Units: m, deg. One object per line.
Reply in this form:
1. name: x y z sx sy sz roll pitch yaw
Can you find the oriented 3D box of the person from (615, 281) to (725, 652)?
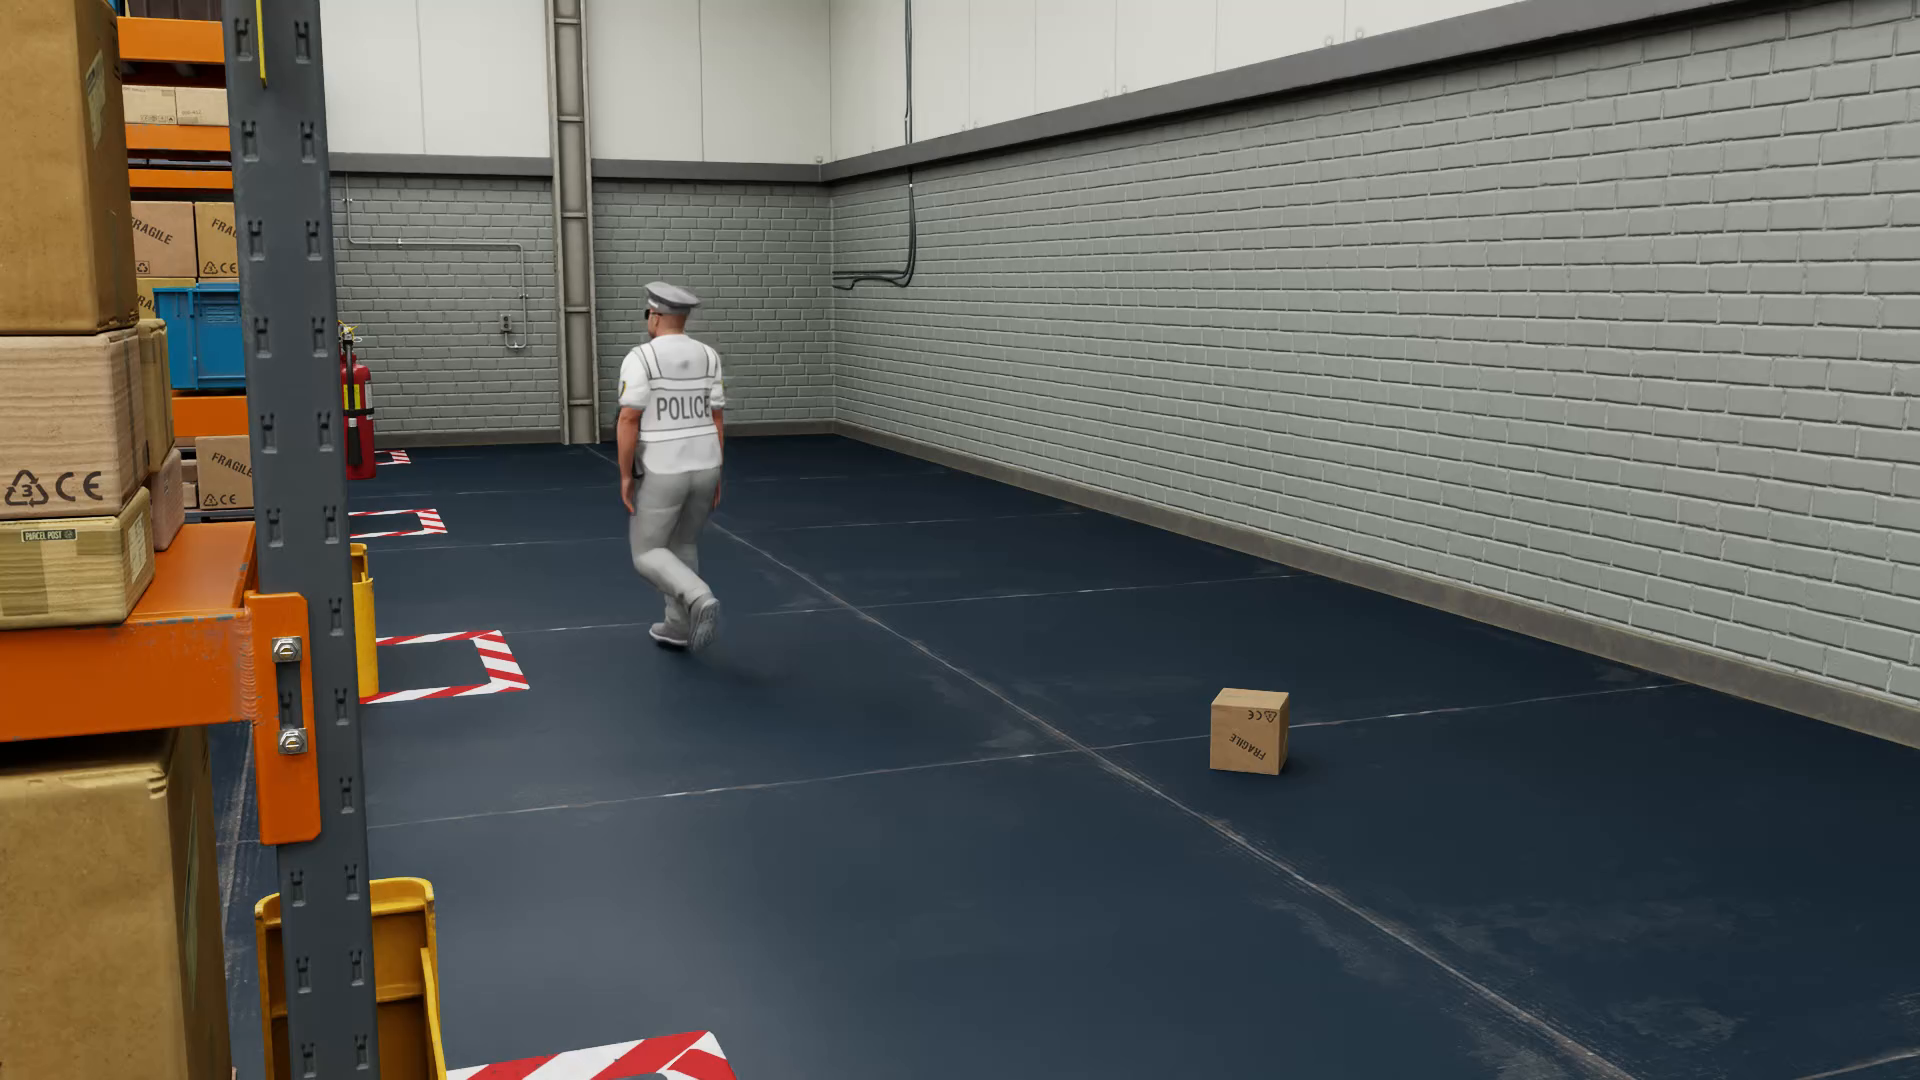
1. person: -1.344 -0.330 7.802 0.555 1.740 0.766 -8 12 -41
